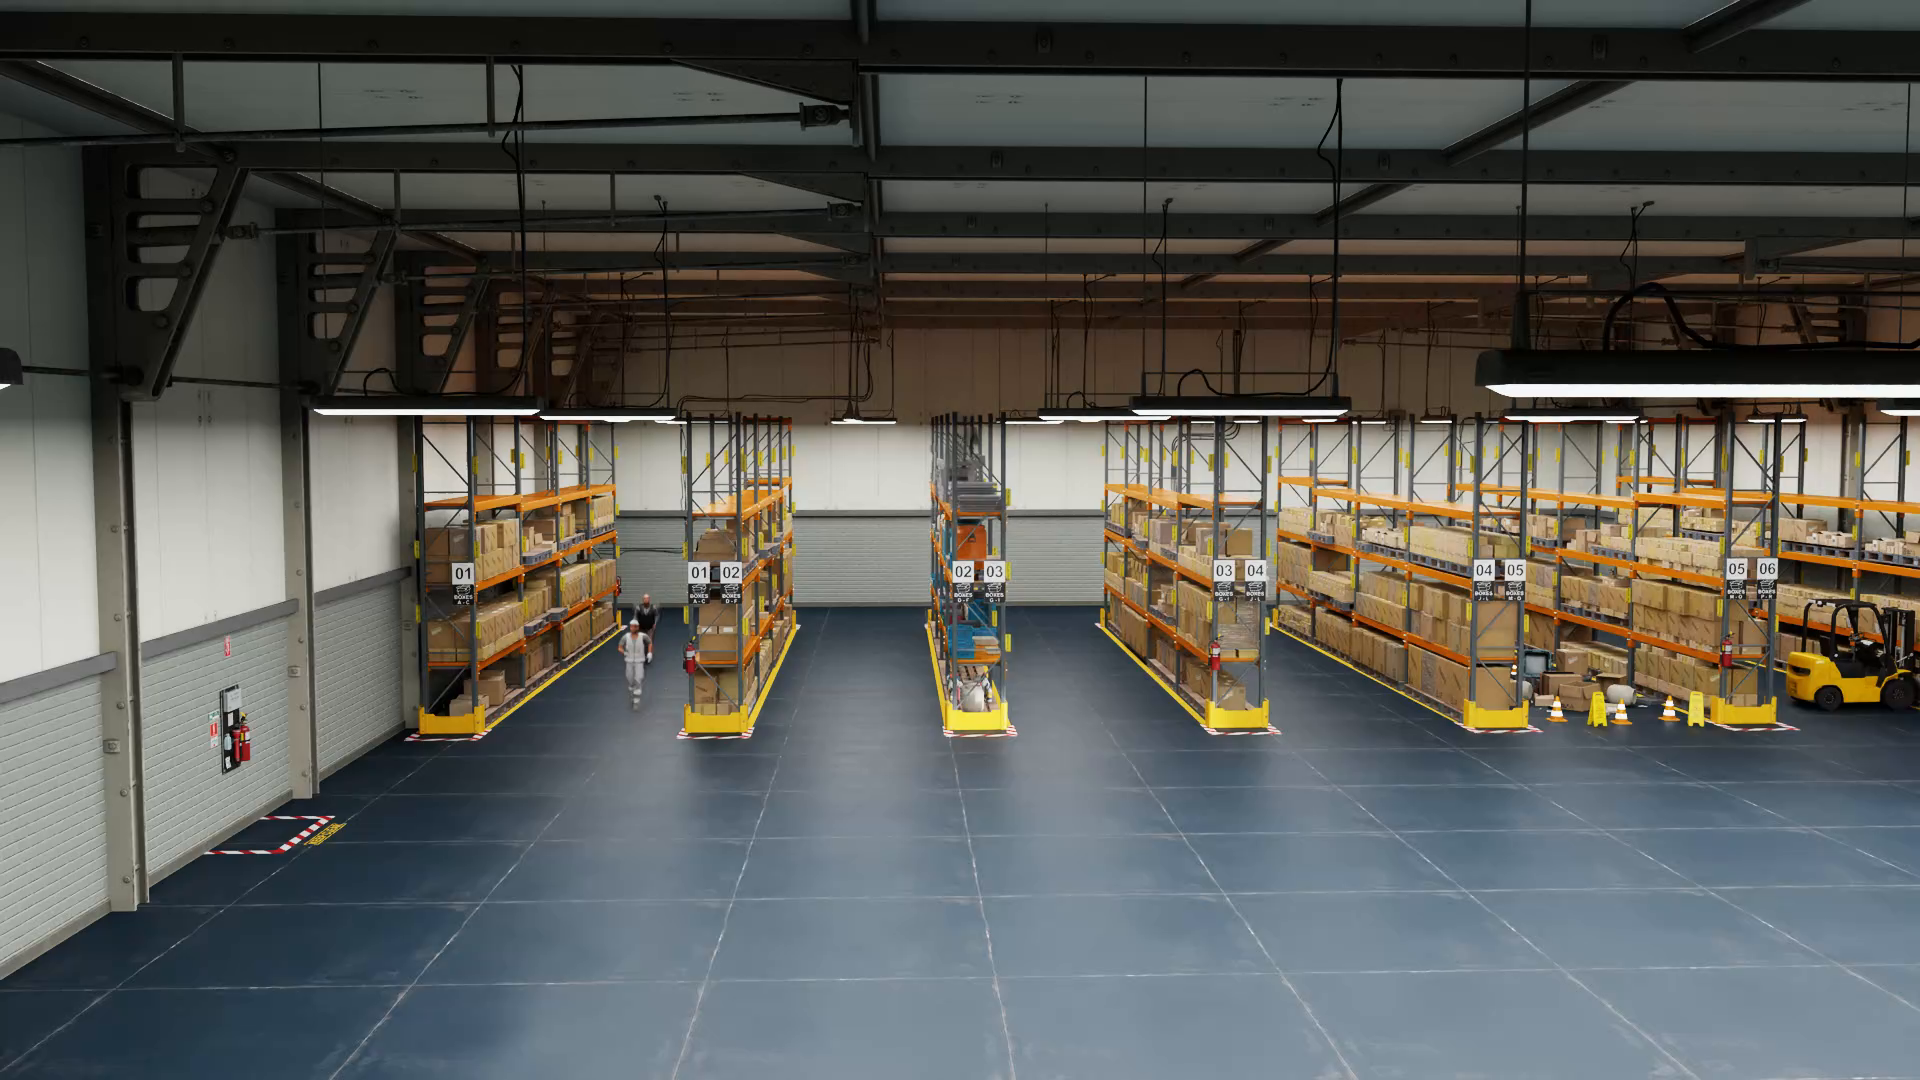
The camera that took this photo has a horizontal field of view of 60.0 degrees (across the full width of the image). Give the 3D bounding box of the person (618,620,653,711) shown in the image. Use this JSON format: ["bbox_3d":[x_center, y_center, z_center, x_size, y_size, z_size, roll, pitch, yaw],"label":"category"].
[{"bbox_3d":[-6.619,2.513,33.887,0.681,1.803,0.886,0,4,-4],"label":"person"}]

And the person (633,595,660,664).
[{"bbox_3d":[-7.603,2.152,40.333,0.648,1.672,0.616,-1,4,-10],"label":"person"}]

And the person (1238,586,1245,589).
[{"bbox_3d":[8.056,1.597,48.028,0.722,1.718,0.750,3,5,36],"label":"person"}]
